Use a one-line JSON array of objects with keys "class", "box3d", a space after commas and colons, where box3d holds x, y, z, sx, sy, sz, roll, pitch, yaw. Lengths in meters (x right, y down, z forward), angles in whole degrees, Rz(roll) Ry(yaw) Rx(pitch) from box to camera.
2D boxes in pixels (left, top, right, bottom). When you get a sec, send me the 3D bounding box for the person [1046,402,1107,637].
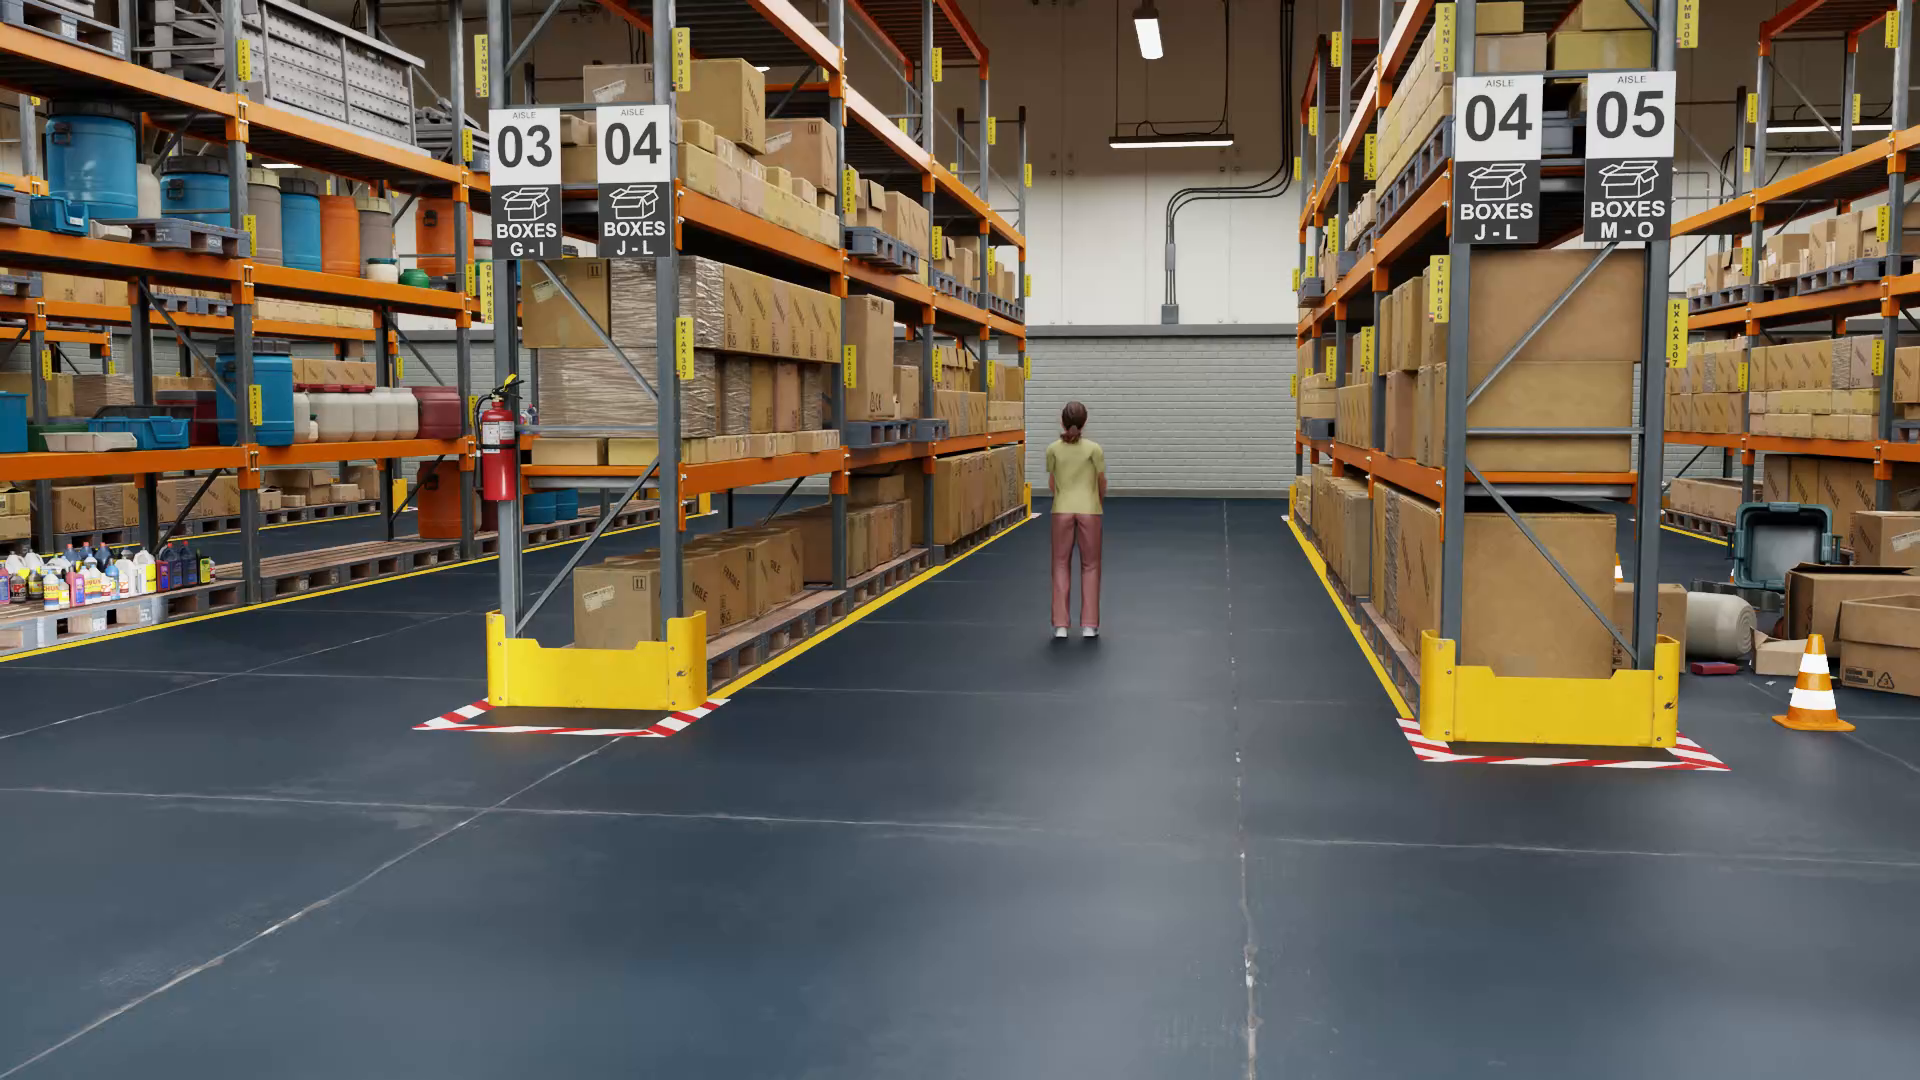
[{"class": "person", "box3d": [0.828, -0.148, 11.796, 0.425, 1.663, 0.554, 1, 5, 10]}]
